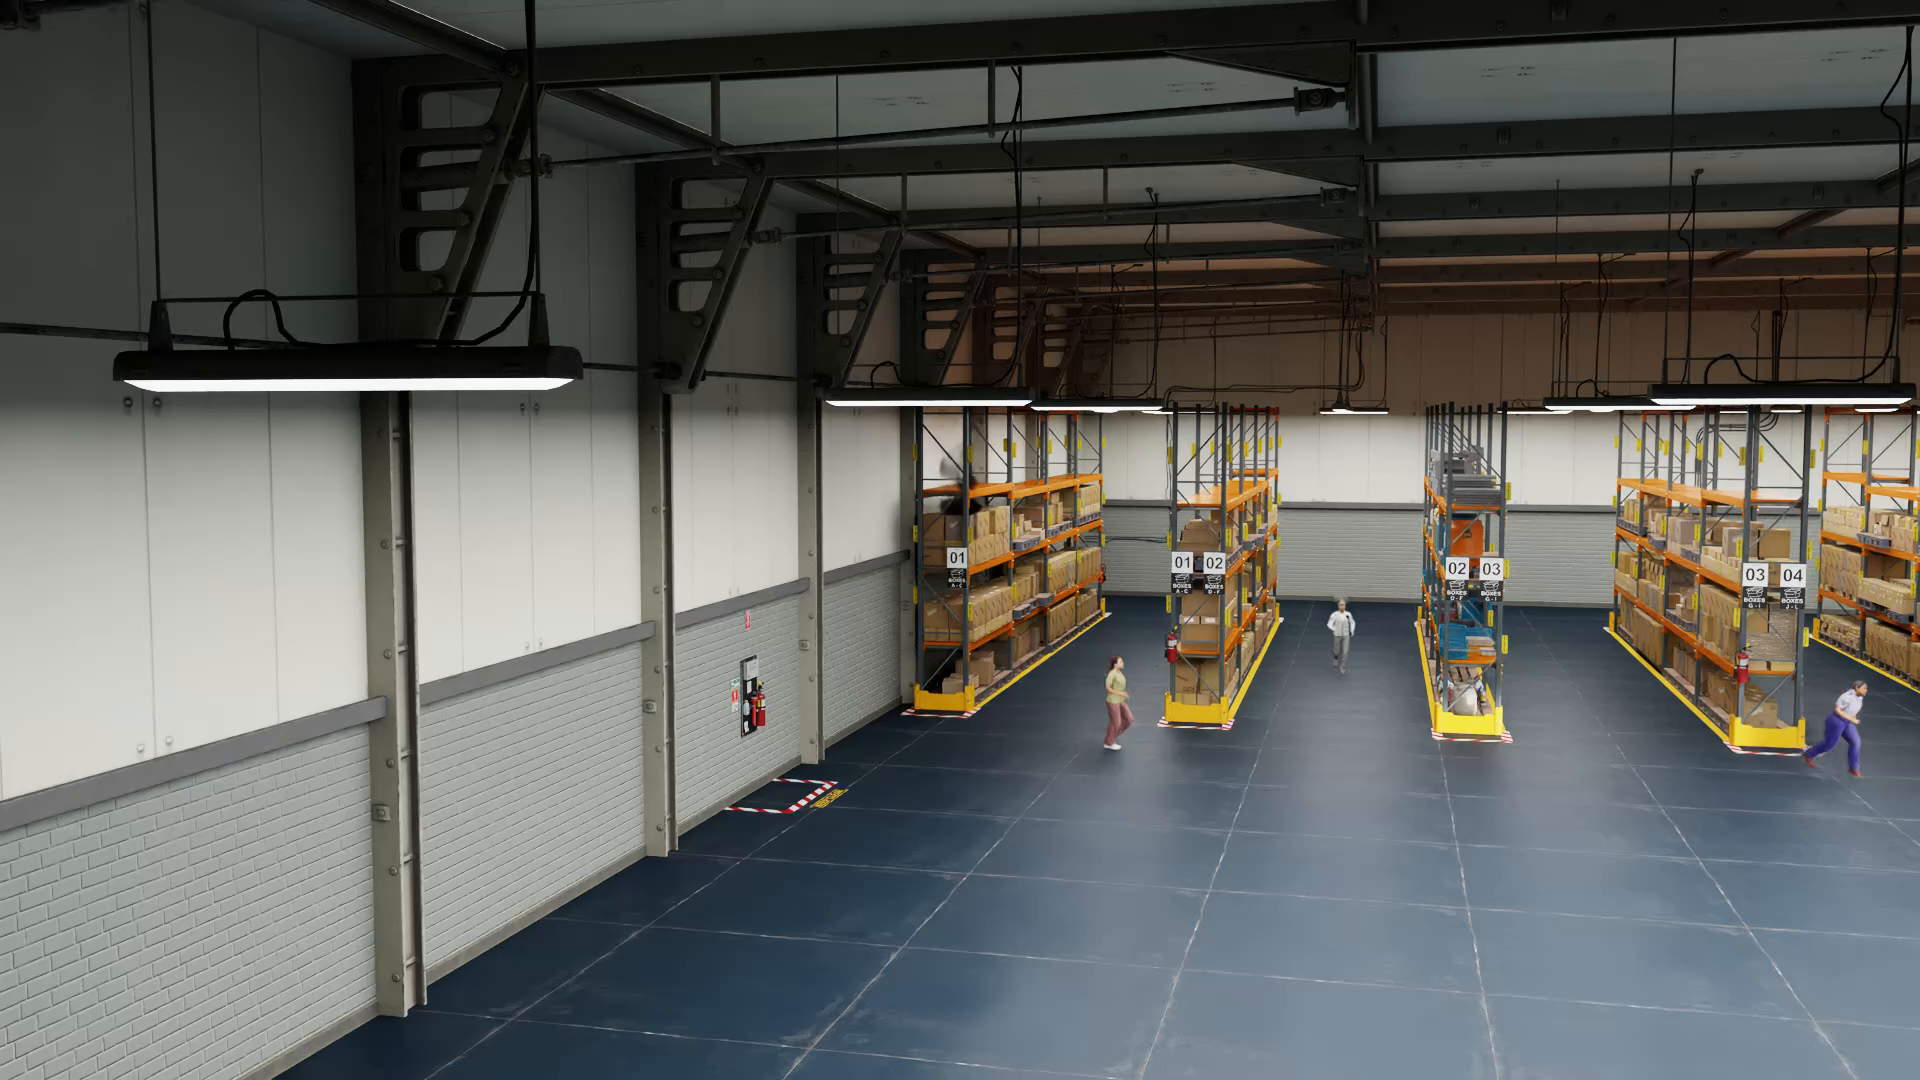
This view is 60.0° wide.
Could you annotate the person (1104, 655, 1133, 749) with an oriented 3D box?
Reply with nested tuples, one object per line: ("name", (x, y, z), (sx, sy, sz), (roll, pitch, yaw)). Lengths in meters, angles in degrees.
("person", (2.704, 2.791, 28.564), (0.529, 1.631, 0.578), (2, 5, 30))

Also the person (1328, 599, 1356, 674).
("person", (8.560, 2.140, 37.268), (0.625, 1.654, 0.723), (0, 4, 5))

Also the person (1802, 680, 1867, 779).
("person", (14.057, 2.995, 26.701), (0.646, 1.612, 0.976), (-3, 5, -39))
